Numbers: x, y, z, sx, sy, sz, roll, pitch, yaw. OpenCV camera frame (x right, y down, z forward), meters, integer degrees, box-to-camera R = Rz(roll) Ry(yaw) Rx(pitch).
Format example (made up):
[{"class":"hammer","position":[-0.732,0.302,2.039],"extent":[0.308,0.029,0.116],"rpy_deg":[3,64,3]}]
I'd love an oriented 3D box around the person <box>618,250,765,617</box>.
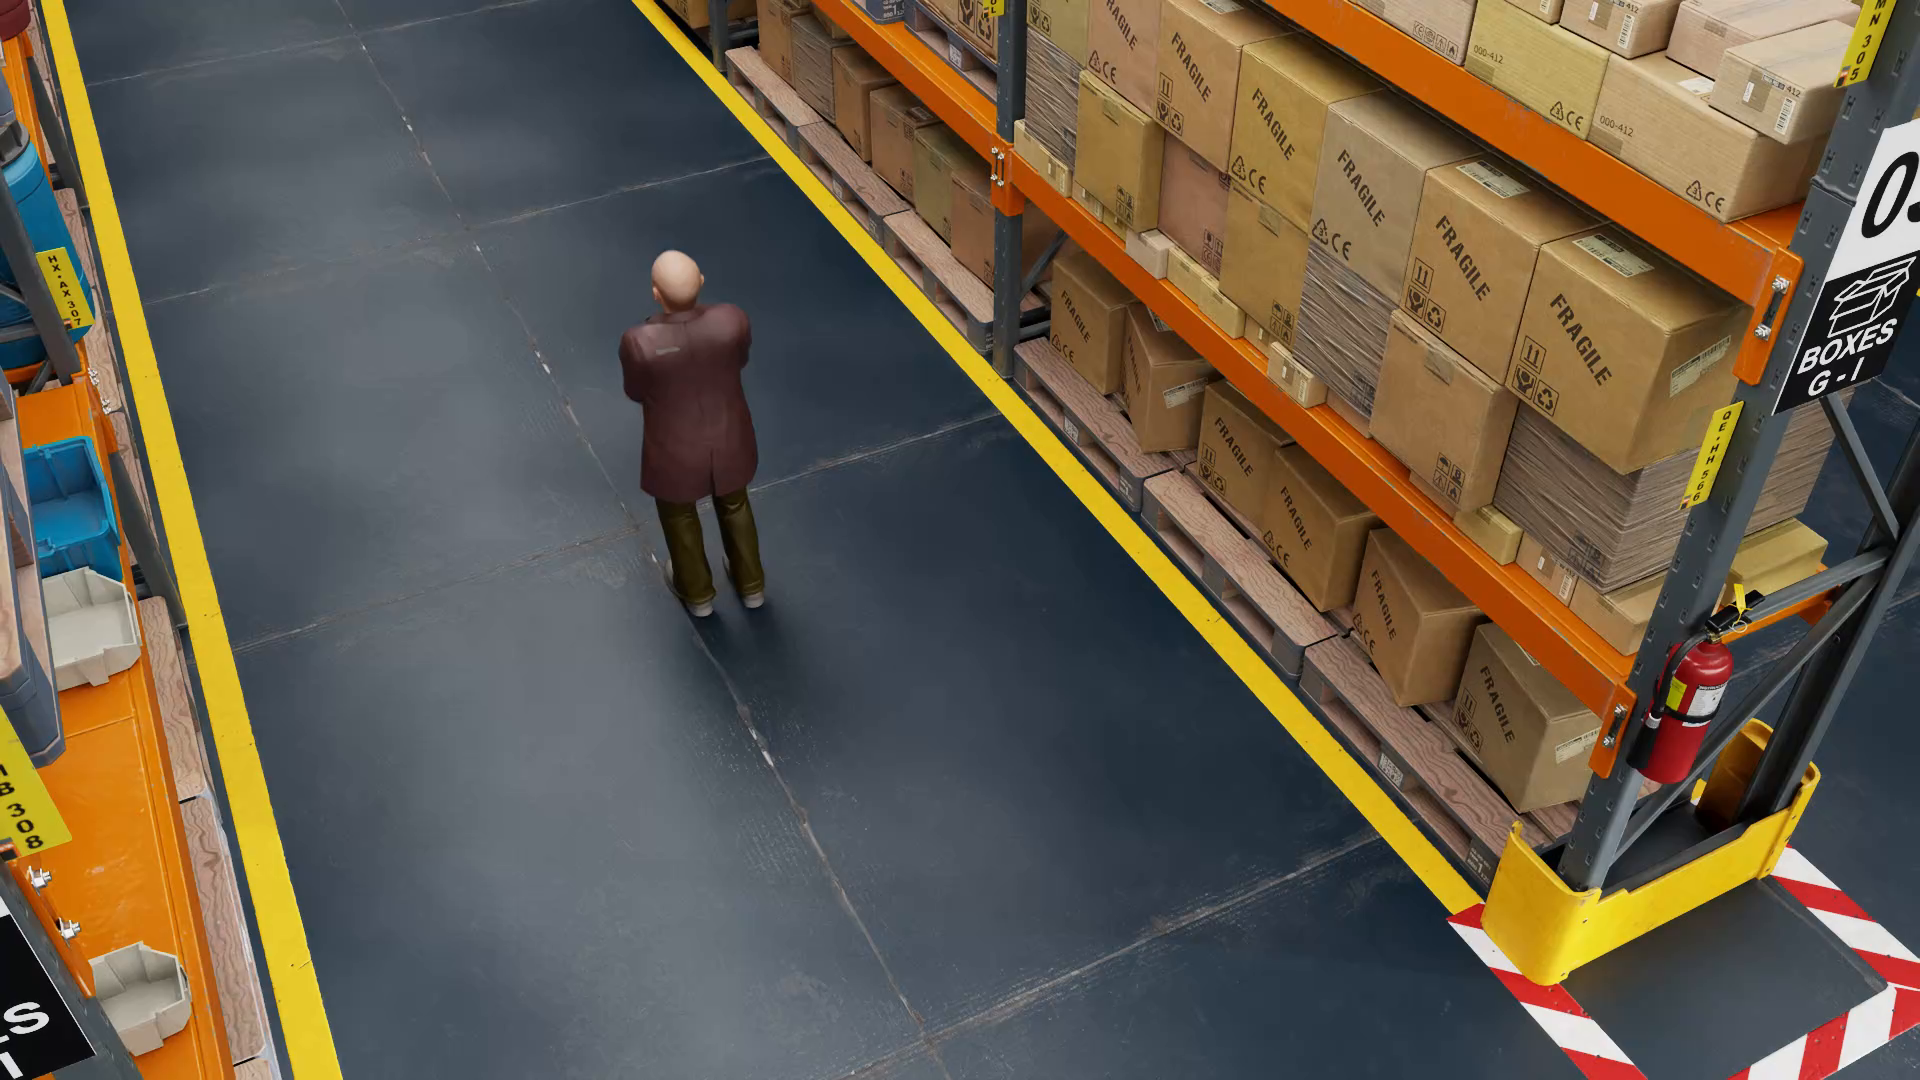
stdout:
[{"class":"person","position":[-1.102,-0.470,6.720],"extent":[0.530,1.769,0.563],"rpy_deg":[-19,44,-20]}]
